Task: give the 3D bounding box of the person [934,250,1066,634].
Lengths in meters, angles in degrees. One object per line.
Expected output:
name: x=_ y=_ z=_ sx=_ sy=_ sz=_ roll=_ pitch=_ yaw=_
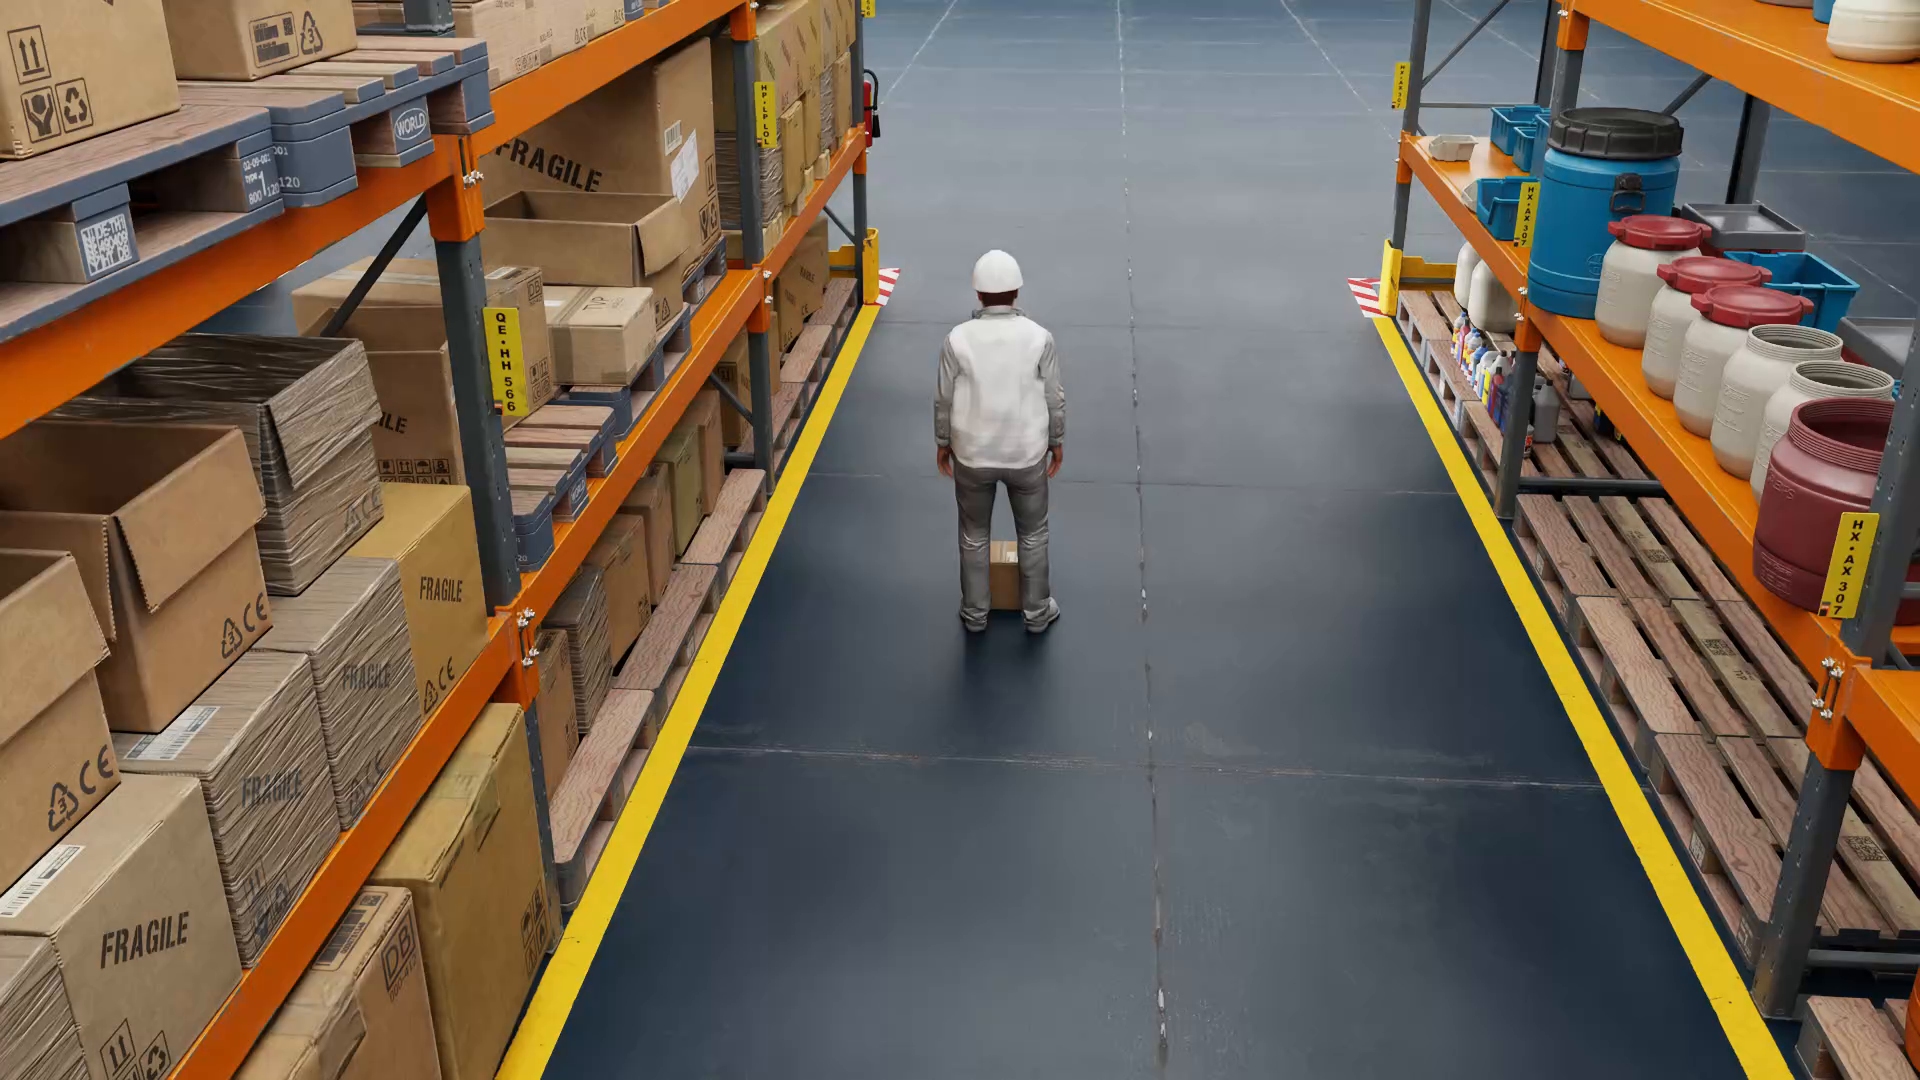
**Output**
person: x=0.178 y=-0.418 z=7.493 sx=0.590 sy=1.772 sz=0.459 roll=1 pitch=24 yaw=2
